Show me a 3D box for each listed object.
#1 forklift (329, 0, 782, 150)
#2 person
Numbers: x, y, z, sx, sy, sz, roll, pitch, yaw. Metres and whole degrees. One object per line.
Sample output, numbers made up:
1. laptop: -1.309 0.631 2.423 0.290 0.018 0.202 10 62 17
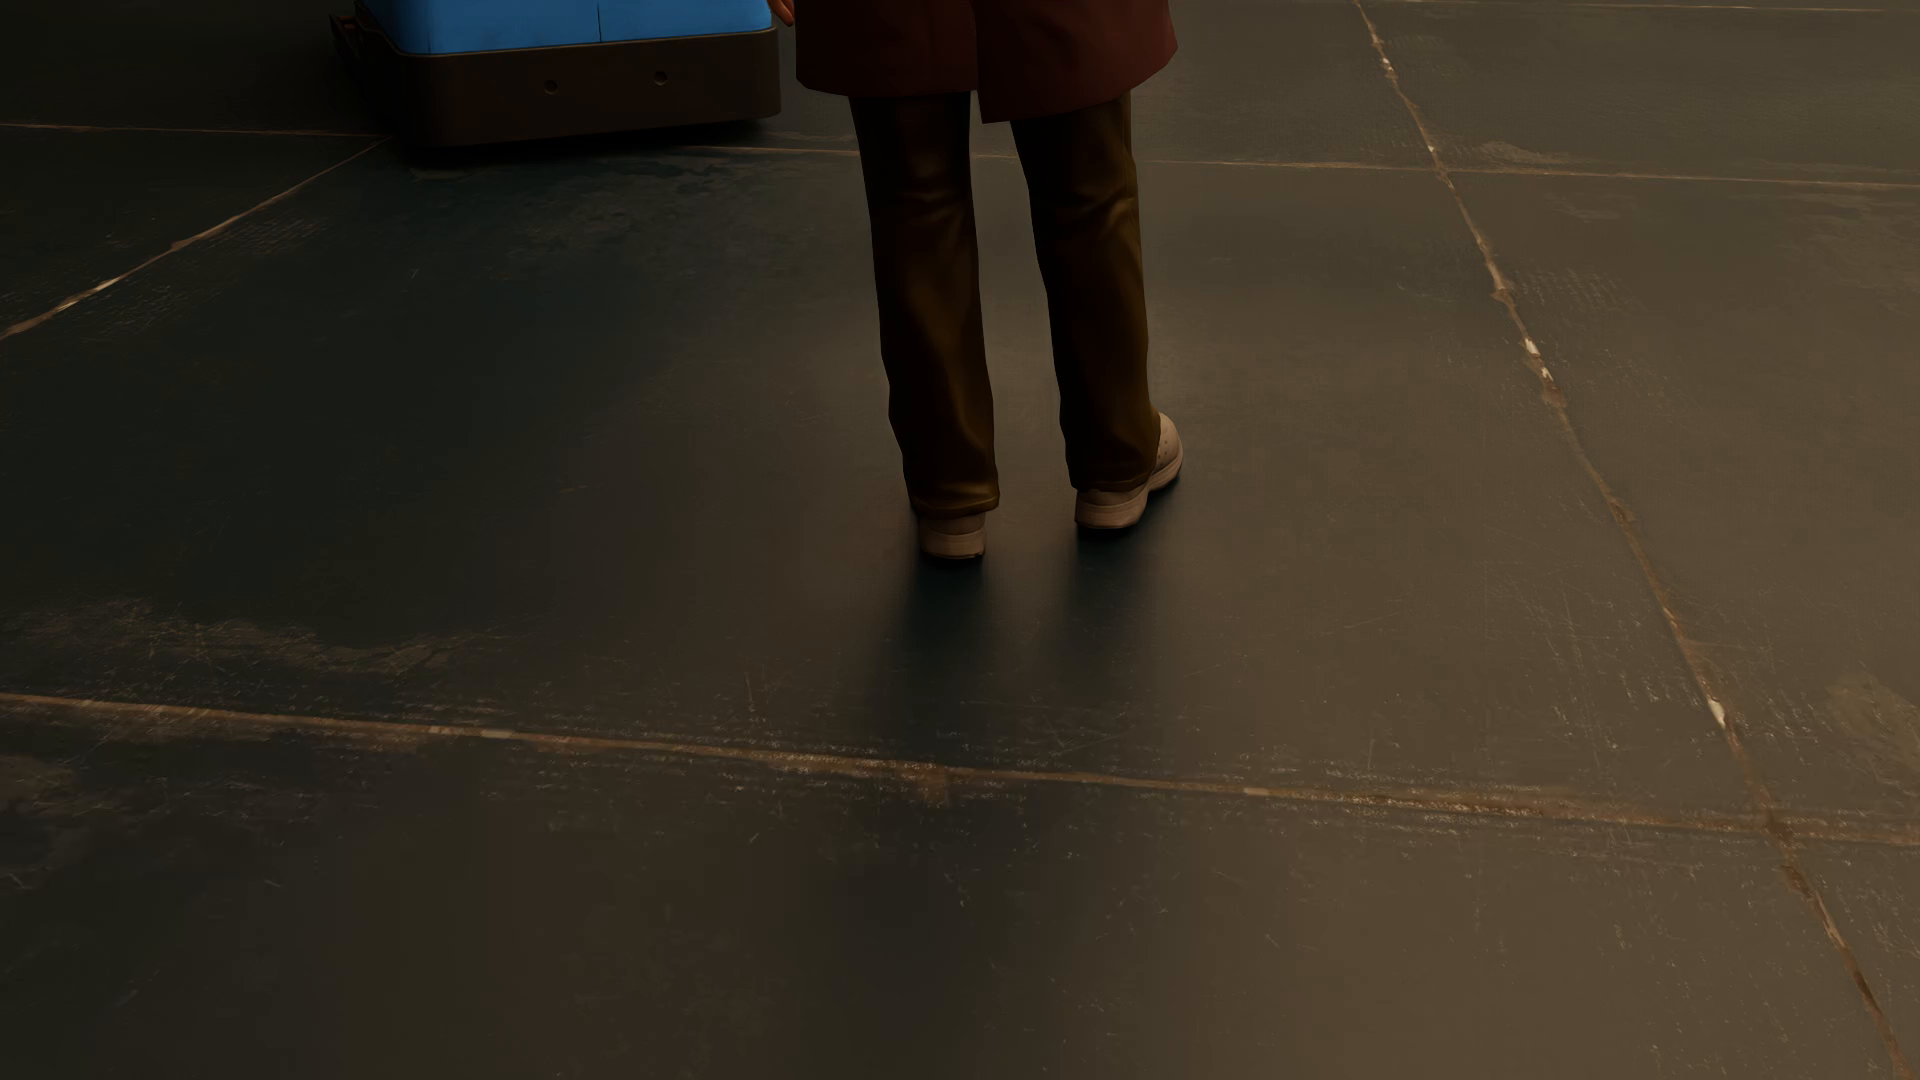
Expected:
1. forklift: -1.578 -2.991 5.212 1.130 2.935 3.031 -11 29 -21
2. person: 0.016 -0.842 2.181 0.698 1.777 0.579 3 27 7
